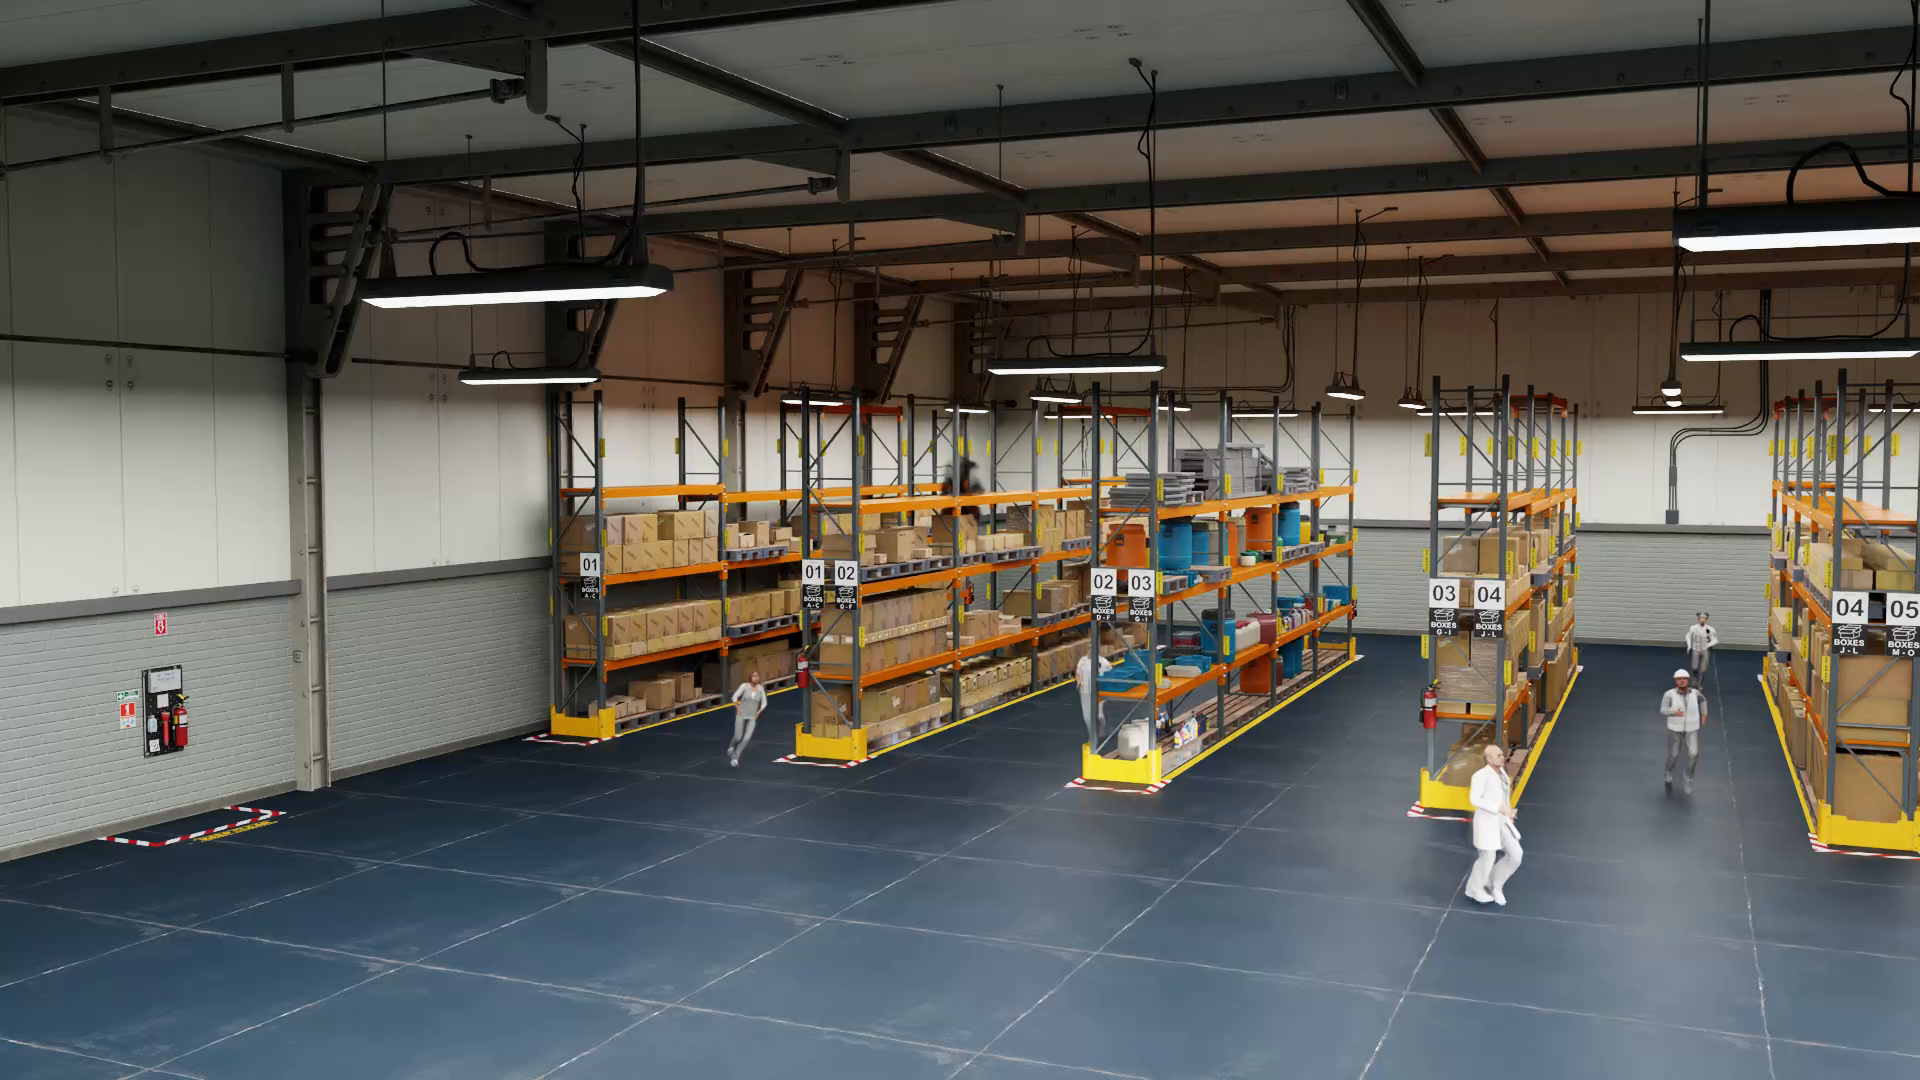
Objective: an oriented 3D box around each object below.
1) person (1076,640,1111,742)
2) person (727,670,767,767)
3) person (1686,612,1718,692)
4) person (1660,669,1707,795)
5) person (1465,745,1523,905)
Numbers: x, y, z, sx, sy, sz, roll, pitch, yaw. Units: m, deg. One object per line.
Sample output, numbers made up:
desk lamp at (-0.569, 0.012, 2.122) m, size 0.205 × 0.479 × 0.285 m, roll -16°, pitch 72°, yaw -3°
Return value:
person at (2.253, 2.567, 28.291) m, size 0.640 × 1.736 × 0.596 m, roll 1°, pitch 3°, yaw 21°
person at (-3.358, 2.797, 26.322) m, size 0.596 × 1.511 × 0.566 m, roll -1°, pitch 3°, yaw -16°
person at (15.229, 2.295, 34.174) m, size 0.608 × 1.658 × 0.525 m, roll 2°, pitch 4°, yaw 26°
person at (10.556, 2.780, 24.271) m, size 0.662 × 1.812 × 0.887 m, roll 1°, pitch 3°, yaw 16°
person at (5.826, 3.126, 18.147) m, size 0.694 × 1.781 × 0.732 m, roll -2°, pitch 4°, yaw -33°
